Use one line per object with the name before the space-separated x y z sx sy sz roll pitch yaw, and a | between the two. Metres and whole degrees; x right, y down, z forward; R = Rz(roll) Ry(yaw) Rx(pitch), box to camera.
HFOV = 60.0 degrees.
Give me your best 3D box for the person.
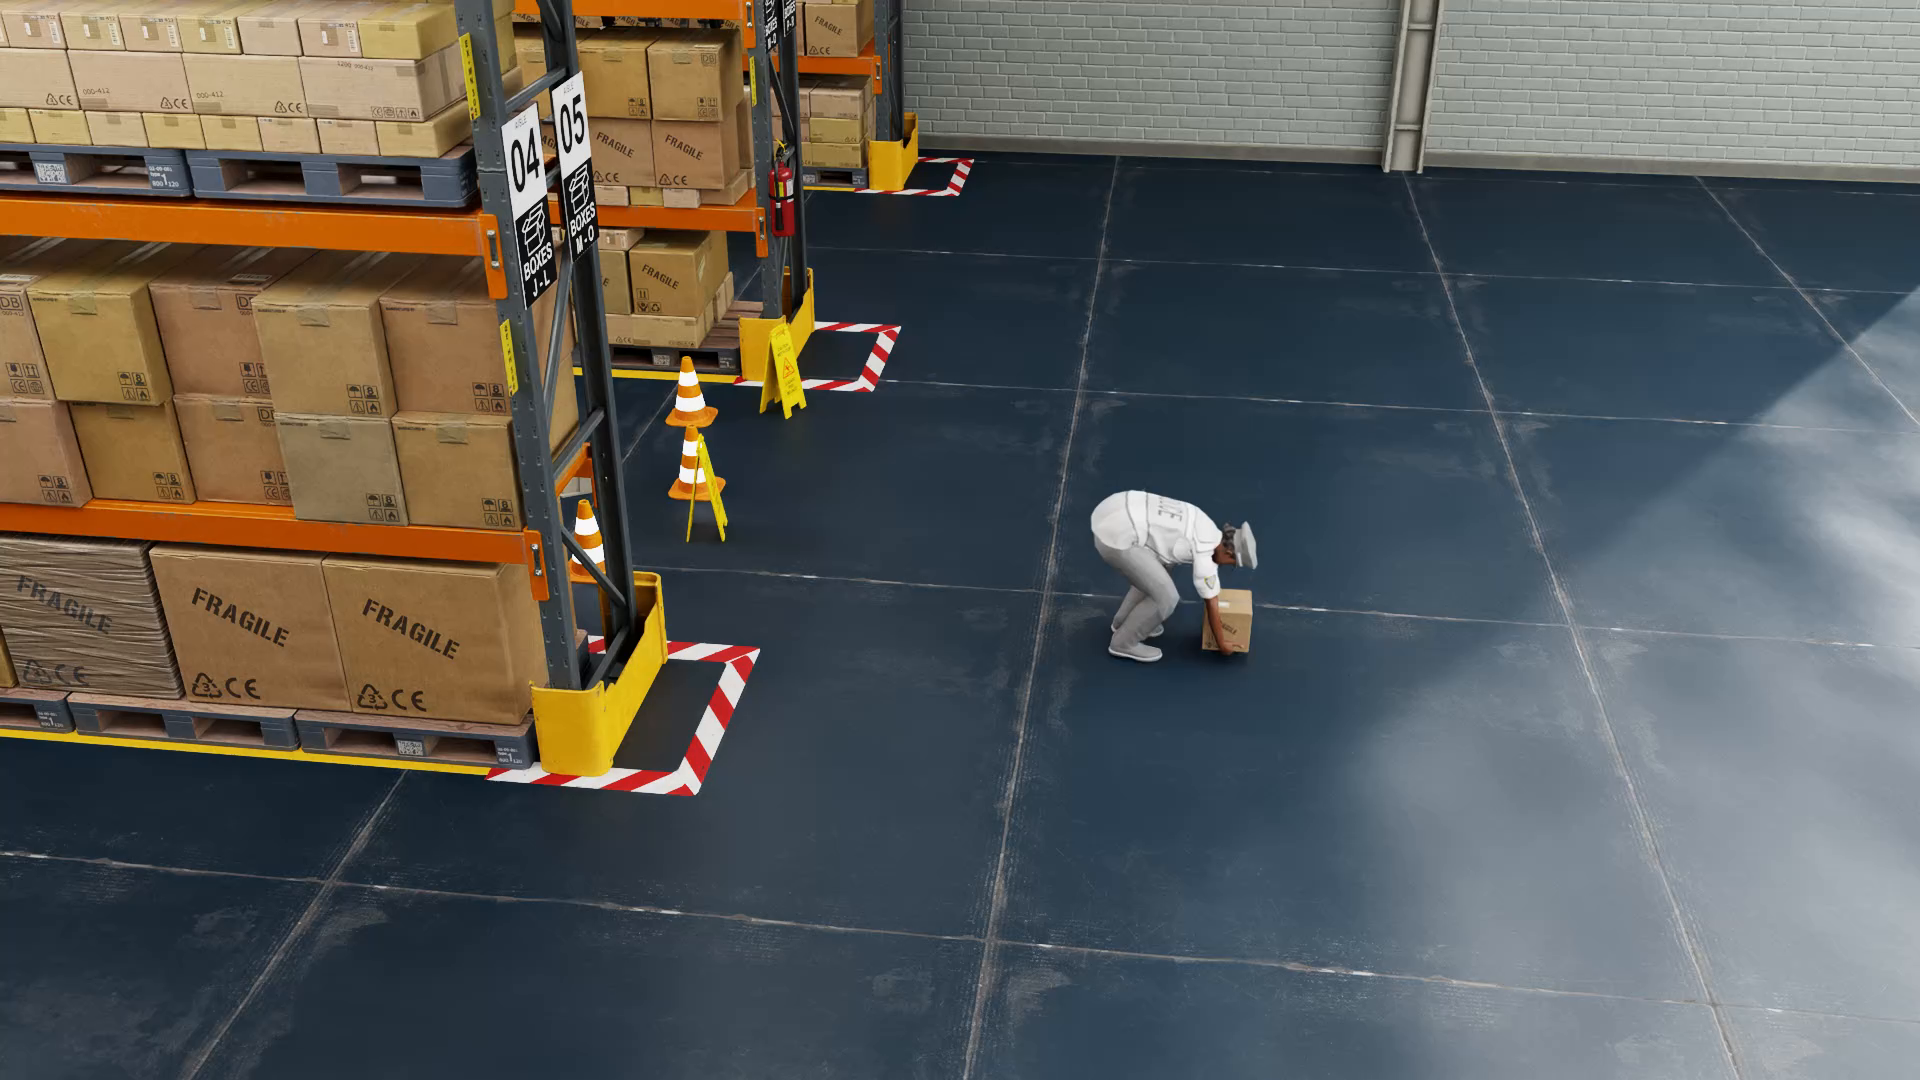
person | 1.036 -0.150 8.882 0.524 1.685 0.450 4 29 7
